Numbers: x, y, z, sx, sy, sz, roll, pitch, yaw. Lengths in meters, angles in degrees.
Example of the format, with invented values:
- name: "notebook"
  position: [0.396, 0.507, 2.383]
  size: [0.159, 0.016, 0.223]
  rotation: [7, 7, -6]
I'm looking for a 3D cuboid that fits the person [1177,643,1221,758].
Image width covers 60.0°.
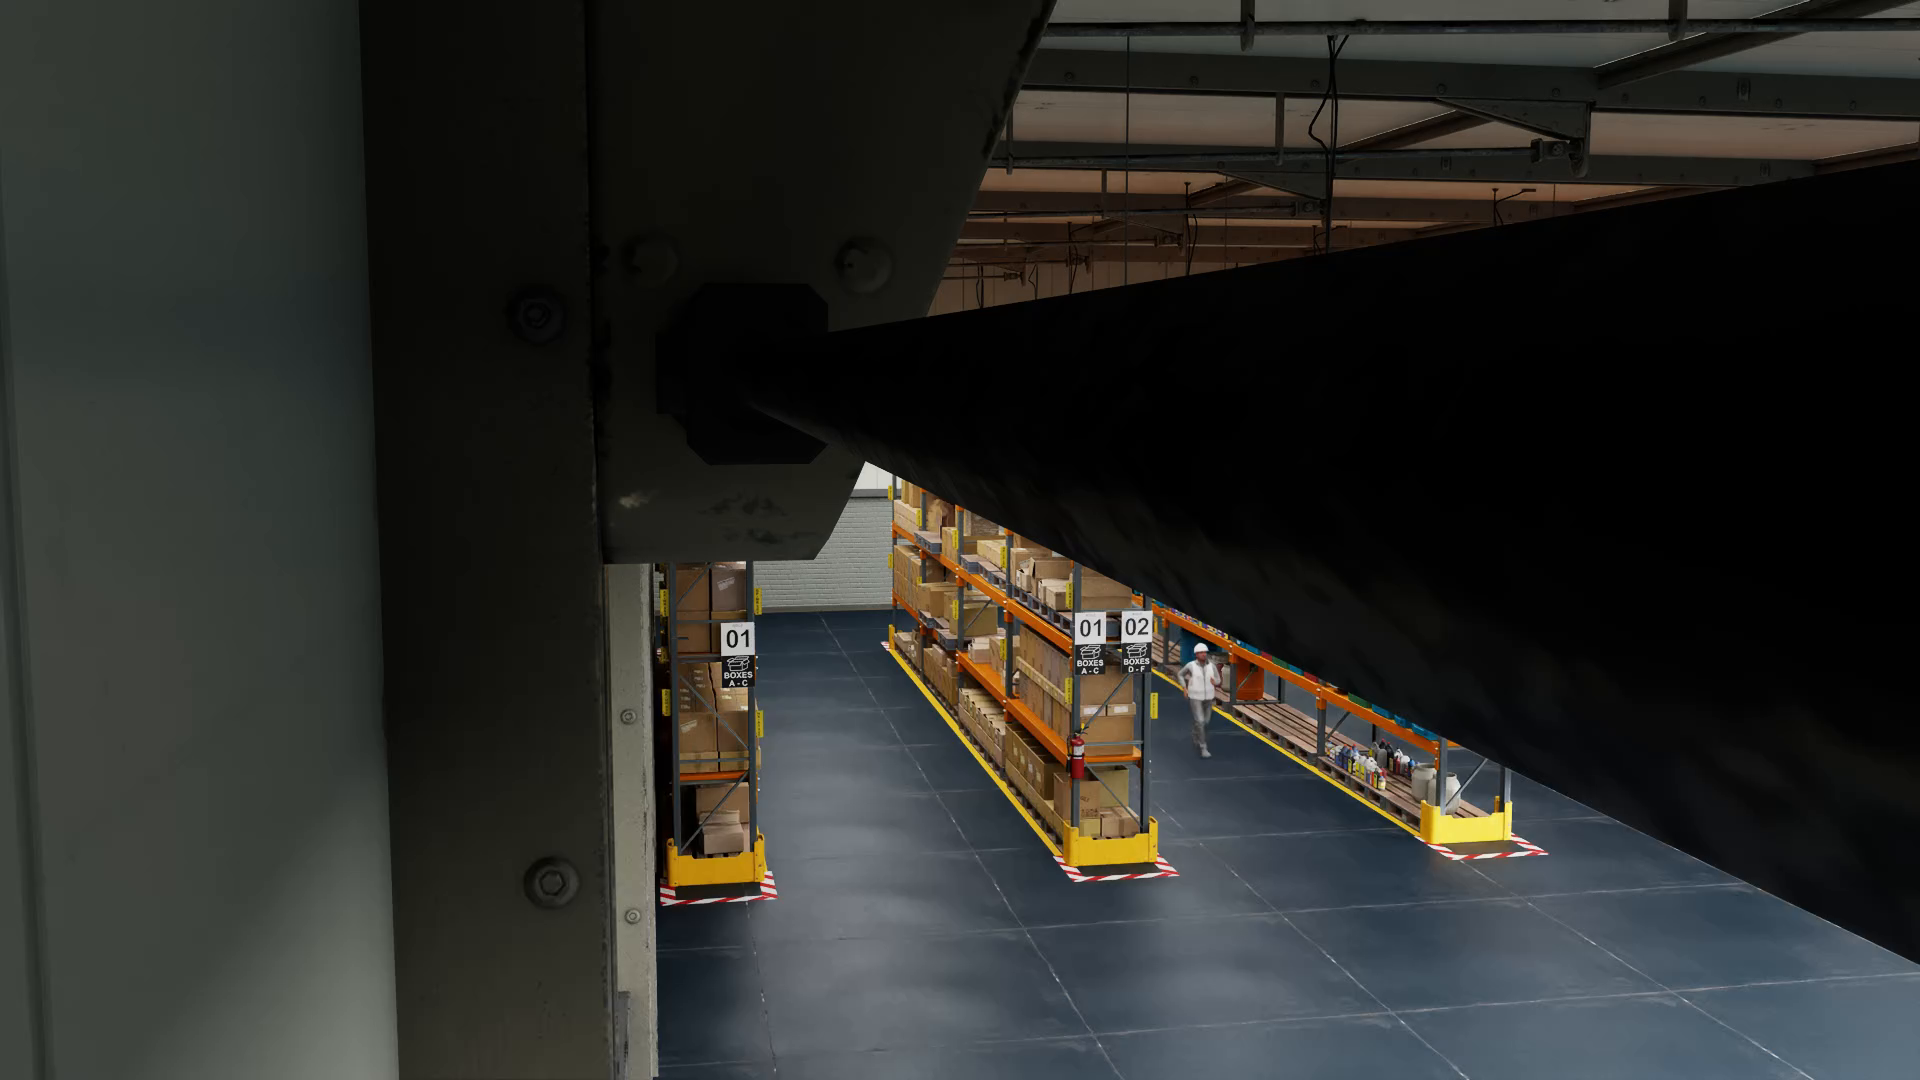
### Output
- name: "person"
  position: [3.875, 2.536, 26.735]
  size: [0.653, 1.760, 0.968]
  rotation: [-2, 6, -16]
